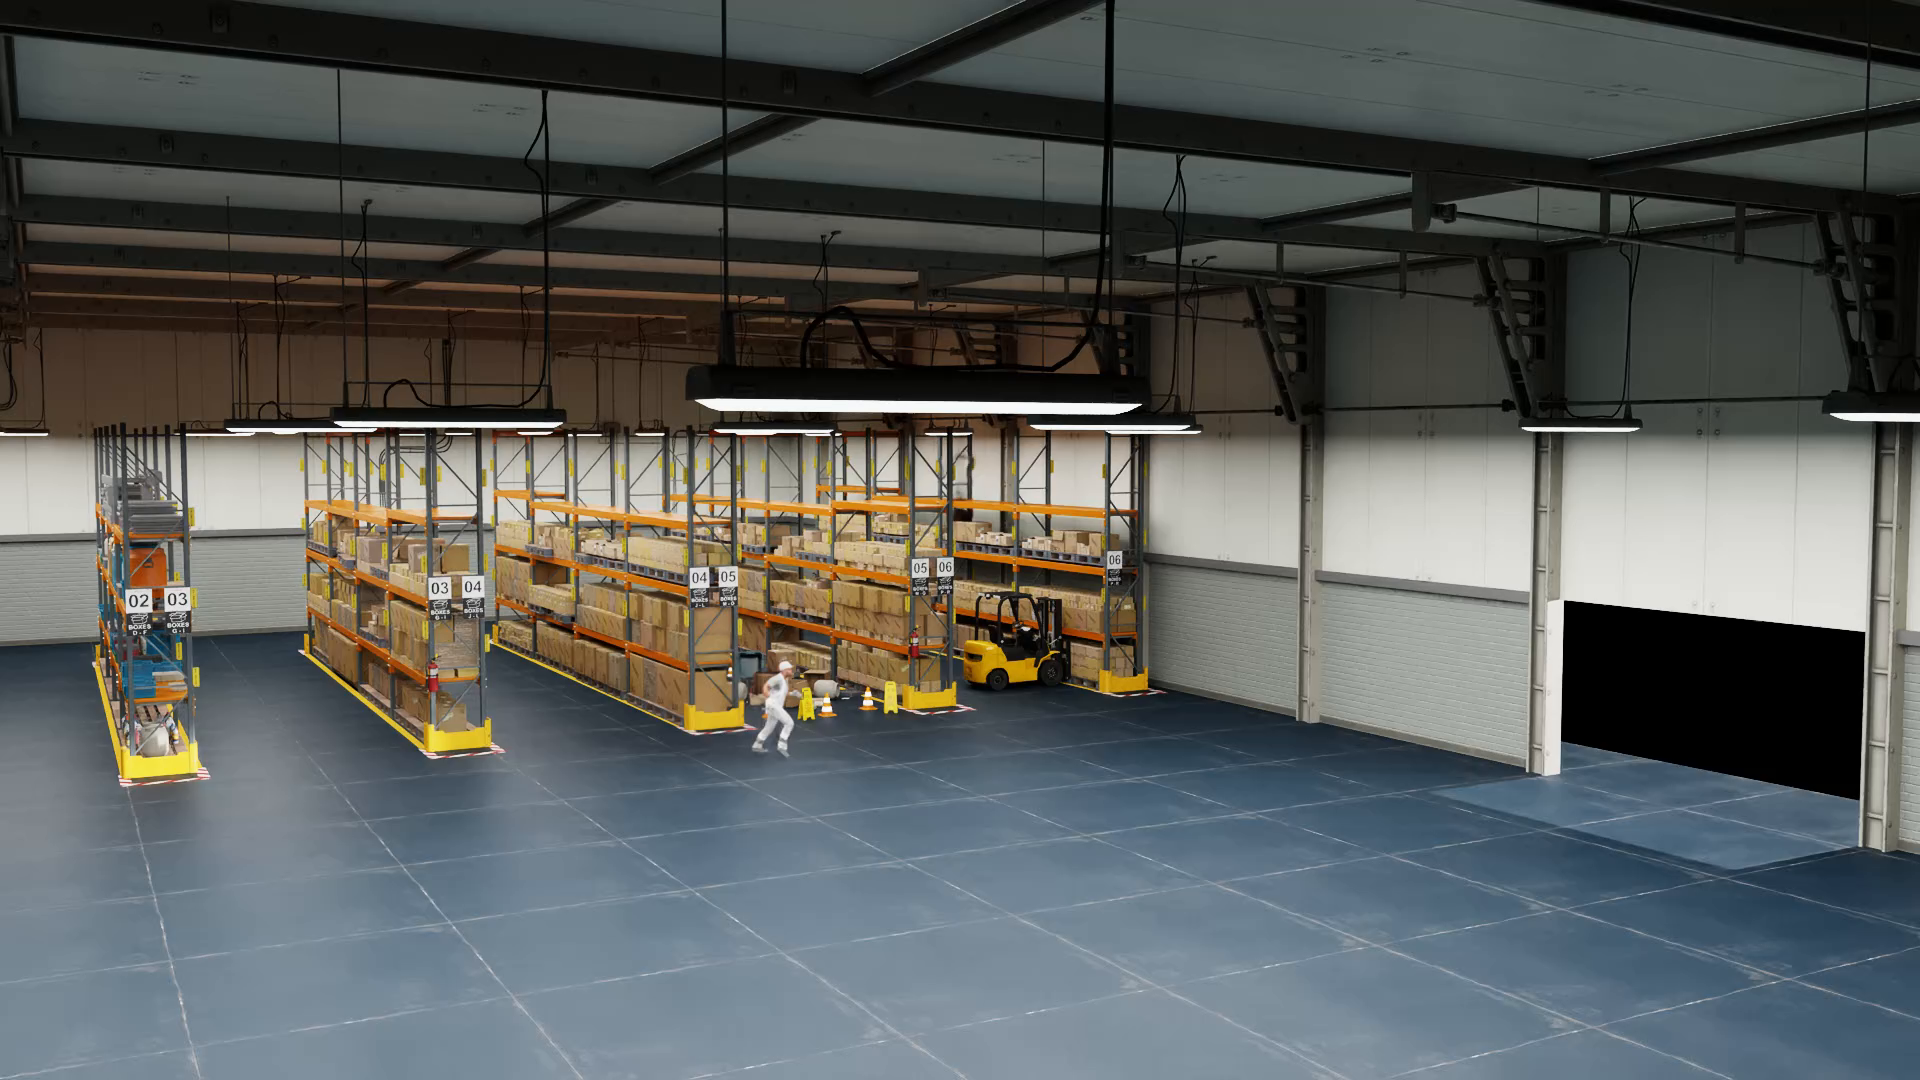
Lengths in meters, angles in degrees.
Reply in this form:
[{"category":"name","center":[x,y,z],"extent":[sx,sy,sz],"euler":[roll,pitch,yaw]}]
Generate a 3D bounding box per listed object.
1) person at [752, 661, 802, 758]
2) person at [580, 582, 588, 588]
[{"category":"person","center":[-3.330,3.053,29.983],"extent":[0.907,1.755,0.691],"euler":[0,3,8]},{"category":"person","center":[-10.653,2.062,47.627],"extent":[0.674,1.692,0.839],"euler":[-3,5,-42]}]
